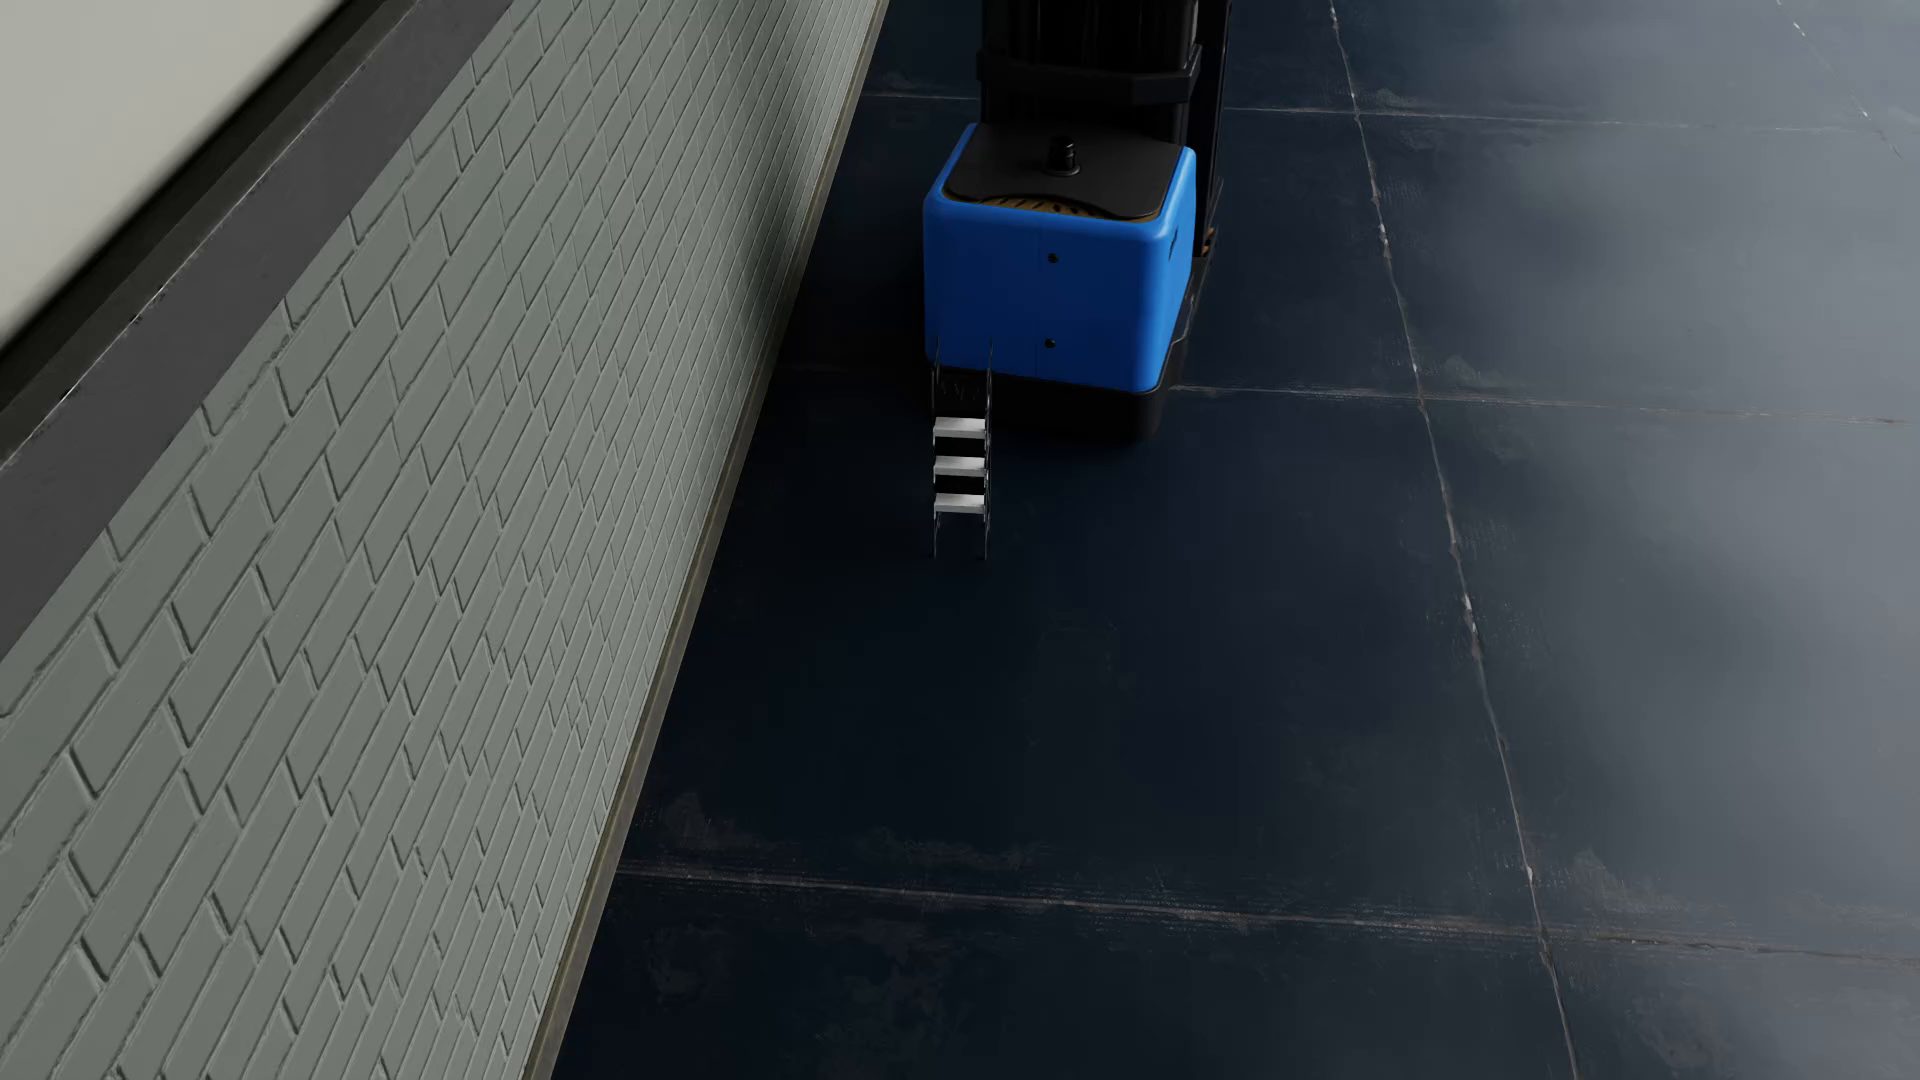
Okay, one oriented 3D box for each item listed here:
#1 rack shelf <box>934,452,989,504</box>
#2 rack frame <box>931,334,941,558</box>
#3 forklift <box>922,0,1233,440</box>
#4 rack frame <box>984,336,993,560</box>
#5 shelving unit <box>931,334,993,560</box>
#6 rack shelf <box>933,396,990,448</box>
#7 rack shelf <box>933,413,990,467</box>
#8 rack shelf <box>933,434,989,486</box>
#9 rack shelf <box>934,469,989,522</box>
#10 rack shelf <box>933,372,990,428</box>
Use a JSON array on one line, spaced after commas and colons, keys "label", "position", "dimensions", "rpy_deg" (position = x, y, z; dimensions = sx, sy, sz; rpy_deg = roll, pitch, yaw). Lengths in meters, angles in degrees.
[{"label": "rack shelf", "position": [0.008, -0.253, 6.543], "dimensions": [0.200, 0.077, 0.258], "rpy_deg": [3, 39, 4]}, {"label": "rack frame", "position": [-0.093, -0.354, 6.472], "dimensions": [0.006, 0.900, 0.240], "rpy_deg": [3, 39, 4]}, {"label": "forklift", "position": [0.698, -2.502, 7.502], "dimensions": [1.130, 2.935, 3.031], "rpy_deg": [9, 40, 11]}, {"label": "rack frame", "position": [0.109, -0.343, 6.459], "dimensions": [0.006, 0.900, 0.240], "rpy_deg": [3, 39, 4]}, {"label": "shelving unit", "position": [0.008, -0.349, 6.465], "dimensions": [0.210, 0.900, 0.258], "rpy_deg": [3, 39, 4]}, {"label": "rack shelf", "position": [0.008, -0.462, 6.373], "dimensions": [0.200, 0.077, 0.258], "rpy_deg": [3, 39, 4]}, {"label": "rack shelf", "position": [0.008, -0.393, 6.430], "dimensions": [0.200, 0.077, 0.258], "rpy_deg": [3, 39, 4]}, {"label": "rack shelf", "position": [0.008, -0.323, 6.486], "dimensions": [0.200, 0.077, 0.258], "rpy_deg": [3, 39, 4]}, {"label": "rack shelf", "position": [0.008, -0.183, 6.600], "dimensions": [0.200, 0.077, 0.258], "rpy_deg": [3, 39, 4]}, {"label": "rack shelf", "position": [0.008, -0.532, 6.316], "dimensions": [0.200, 0.077, 0.258], "rpy_deg": [3, 39, 4]}]
